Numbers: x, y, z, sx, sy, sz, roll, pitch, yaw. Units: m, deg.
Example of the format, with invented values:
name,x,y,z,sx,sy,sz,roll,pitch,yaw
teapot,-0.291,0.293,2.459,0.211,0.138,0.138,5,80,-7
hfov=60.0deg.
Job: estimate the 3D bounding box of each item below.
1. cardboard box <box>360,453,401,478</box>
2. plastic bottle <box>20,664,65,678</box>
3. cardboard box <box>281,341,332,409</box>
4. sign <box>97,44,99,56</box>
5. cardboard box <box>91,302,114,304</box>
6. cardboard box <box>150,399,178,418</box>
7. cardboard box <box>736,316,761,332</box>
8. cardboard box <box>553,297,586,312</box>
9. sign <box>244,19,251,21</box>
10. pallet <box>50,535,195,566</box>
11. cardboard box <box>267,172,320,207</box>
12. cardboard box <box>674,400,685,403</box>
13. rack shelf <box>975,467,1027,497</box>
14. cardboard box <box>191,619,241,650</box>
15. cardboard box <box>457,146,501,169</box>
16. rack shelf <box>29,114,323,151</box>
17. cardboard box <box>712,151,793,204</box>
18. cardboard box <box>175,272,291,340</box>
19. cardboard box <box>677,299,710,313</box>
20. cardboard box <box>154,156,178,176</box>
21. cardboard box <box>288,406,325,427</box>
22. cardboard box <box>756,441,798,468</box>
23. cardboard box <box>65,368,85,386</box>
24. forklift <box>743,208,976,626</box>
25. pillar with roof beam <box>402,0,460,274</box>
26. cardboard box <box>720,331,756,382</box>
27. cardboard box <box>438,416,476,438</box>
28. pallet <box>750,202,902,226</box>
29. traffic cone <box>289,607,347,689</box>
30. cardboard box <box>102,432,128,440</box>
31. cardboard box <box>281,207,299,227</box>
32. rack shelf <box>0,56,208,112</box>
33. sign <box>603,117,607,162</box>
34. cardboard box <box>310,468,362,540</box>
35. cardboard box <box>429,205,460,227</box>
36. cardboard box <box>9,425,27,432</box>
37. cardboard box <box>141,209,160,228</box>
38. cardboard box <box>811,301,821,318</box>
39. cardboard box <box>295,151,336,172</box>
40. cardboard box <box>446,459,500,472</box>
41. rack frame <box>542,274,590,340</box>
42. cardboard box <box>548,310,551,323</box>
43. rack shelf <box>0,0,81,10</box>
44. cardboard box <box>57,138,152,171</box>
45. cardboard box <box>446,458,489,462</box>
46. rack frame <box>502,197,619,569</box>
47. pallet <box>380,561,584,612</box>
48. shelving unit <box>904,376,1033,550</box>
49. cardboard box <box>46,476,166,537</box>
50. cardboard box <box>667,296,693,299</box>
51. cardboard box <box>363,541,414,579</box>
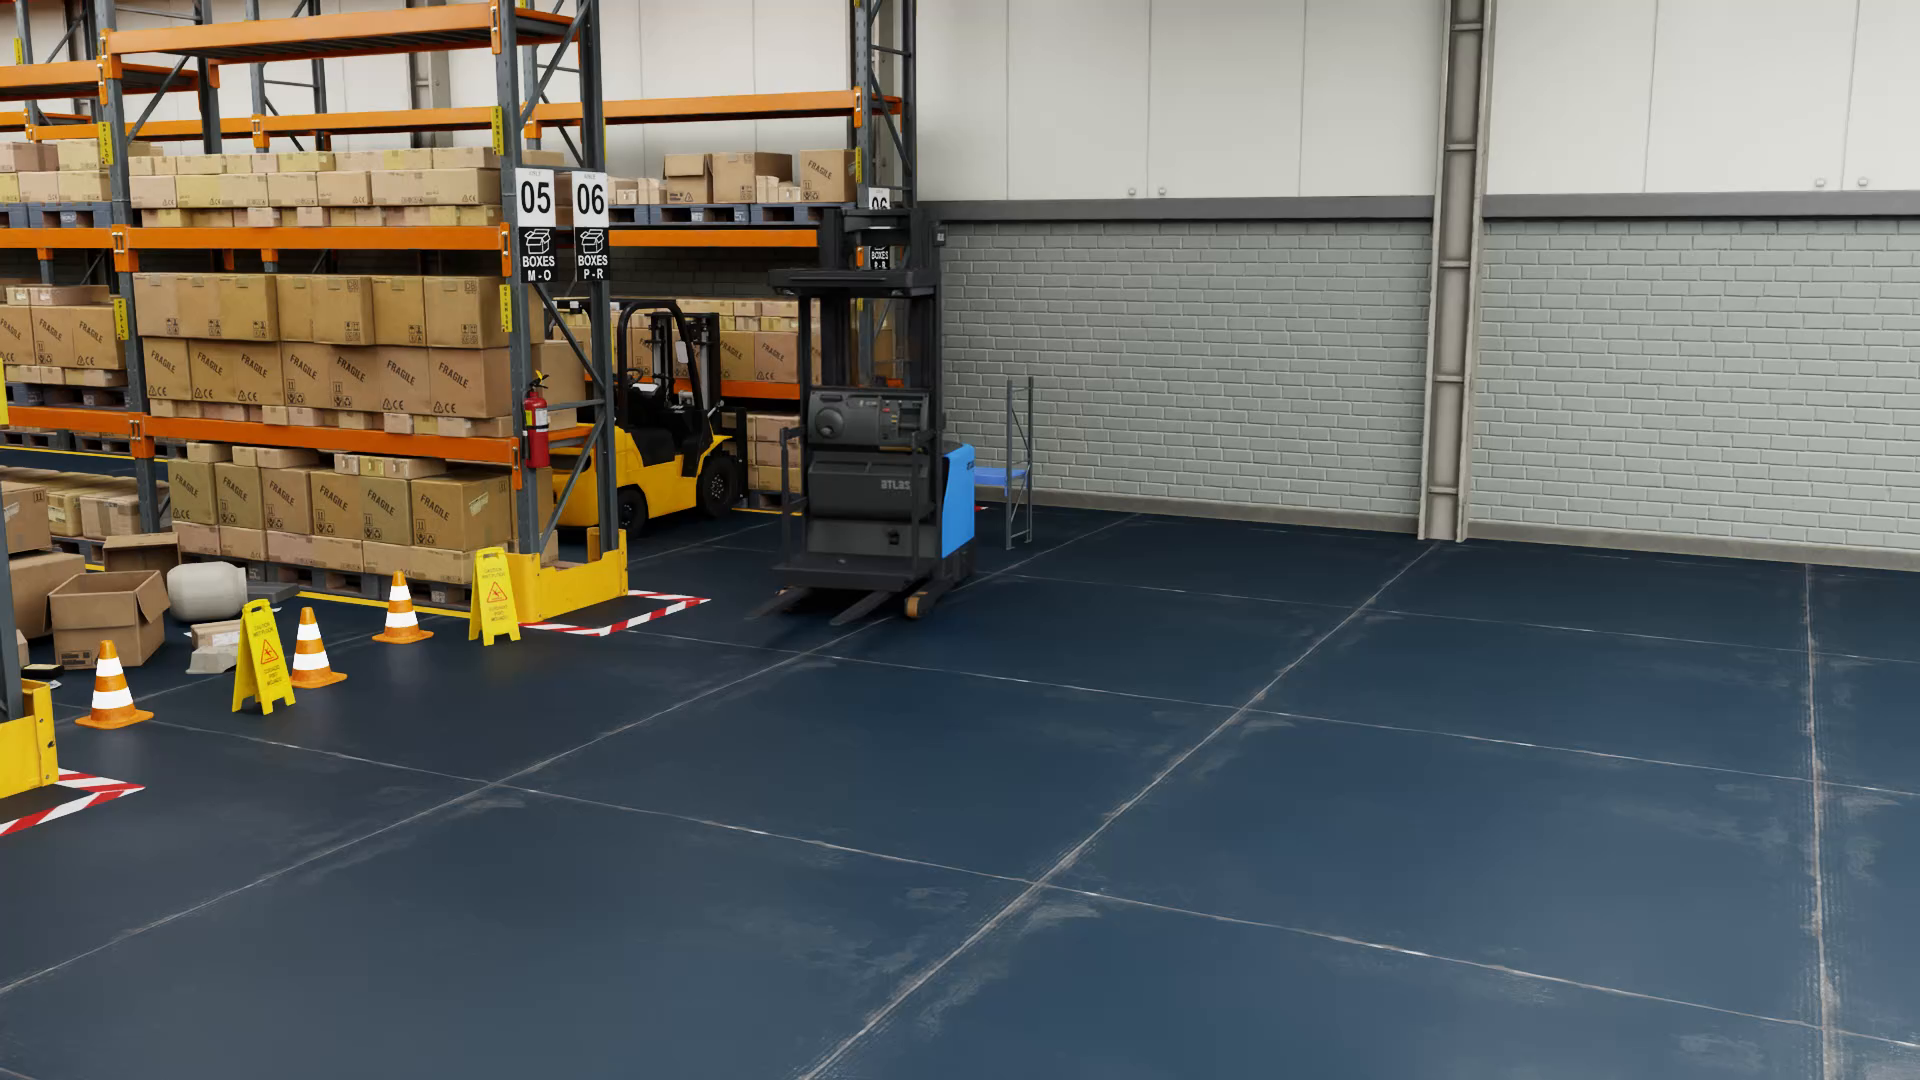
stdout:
name,x,y,z,sx,sy,sz,roll,pitch,yaw
cardboard box,-4.316,-0.577,12.610,0.250,0.149,0.380,5,12,27
plastic bottle,-5.820,0.827,10.487,0.283,0.061,0.133,1,10,6
cardboard box,-4.848,-1.293,12.834,0.500,0.500,0.500,5,11,26
sign,-11.227,-6.293,21.663,0.005,0.325,0.100,5,11,26
cardboard box,-7.666,-1.856,14.767,0.500,0.500,0.500,5,11,25
cardboard box,-6.345,-1.091,13.539,0.250,0.149,0.380,5,11,26
cardboard box,-2.066,-2.200,16.859,0.250,0.149,0.380,5,11,24
cardboard box,-4.139,-2.526,17.825,0.250,0.149,0.380,5,12,27
sign,-8.112,-5.762,18.953,0.005,0.325,0.100,5,11,26
pallet,-7.185,0.021,14.523,1.213,0.211,1.003,5,11,26
cardboard box,-4.849,-2.640,12.560,0.500,0.250,0.500,5,11,26
cardboard box,-3.305,-1.384,18.187,0.500,0.250,0.500,5,11,25
rack shelf,0.076,-0.554,15.092,1.000,0.185,0.538,5,11,26
cardboard box,-4.967,0.647,11.237,0.380,0.149,0.250,-7,12,-33
cardboard box,-3.333,-2.699,11.767,0.250,0.149,0.380,5,11,26
rack shelf,-9.674,-4.957,20.497,4.000,0.370,1.077,5,11,26
cardboard box,-2.085,-3.642,16.767,0.500,0.500,0.700,5,11,26
cardboard box,-5.739,-1.865,13.188,0.500,0.500,0.700,5,11,26
cardboard box,-2.717,-2.420,17.242,0.250,0.149,0.380,5,11,26
cardboard box,-6.102,-2.942,13.109,0.250,0.149,0.380,5,12,28
cardboard box,-4.964,-0.973,12.889,0.250,0.149,0.380,5,11,26
cardboard box,-1.726,-0.898,16.904,0.500,0.250,0.500,5,11,25
cardboard box,-7.298,-1.393,14.033,0.250,0.149,0.380,5,11,24
forklift,-0.735,-0.943,12.212,1.130,2.935,3.031,3,11,14
pillar with roof beam,-8.217,-4.704,15.955,0.400,9.000,9.100,5,11,26
cardboard box,-2.184,-1.897,17.008,0.500,0.500,0.500,5,11,25
cardboard box,-3.605,-0.849,12.205,0.250,0.149,0.380,5,11,25
pallet,-1.329,-3.261,16.649,1.213,0.211,1.003,5,11,26
traffic cone,-4.042,0.649,10.343,0.334,0.463,0.336,5,11,26
cardboard box,-10.651,-1.576,21.355,0.500,0.500,0.500,5,11,25
cardboard box,-4.930,-2.457,12.667,0.250,0.149,0.380,5,11,26
rack shelf,-8.280,-3.849,14.374,4.000,0.370,1.077,5,11,26
sign,-2.659,-2.968,12.330,0.005,0.325,0.100,5,11,26
cardboard box,-4.652,-0.301,12.905,0.500,0.500,0.500,5,11,24
cardboard box,-3.580,-2.325,11.939,0.250,0.149,0.380,5,11,26
cardboard box,-12.417,-1.600,22.147,0.258,0.266,0.396,5,12,28
cardboard box,-6.313,-2.578,13.337,0.250,0.149,0.380,5,11,25
cardboard box,-1.355,-2.292,16.534,0.250,0.149,0.380,5,11,26
cardboard box,-4.723,-2.815,12.405,0.250,0.149,0.380,5,12,27
cardboard box,-3.992,-0.348,13.165,0.500,0.500,0.500,5,11,24
rack frame,-4.293,-2.083,18.319,0.127,3.000,1.000,5,11,26
cardboard box,-4.698,-2.443,18.205,0.250,0.149,0.380,5,12,28
rack shelf,-13.261,-7.105,21.907,4.000,0.370,1.077,5,11,26
cardboard box,-7.062,-3.171,13.742,0.500,0.250,0.500,5,12,27
cardboard box,-5.458,-1.223,19.055,0.625,0.625,0.875,5,11,25
rack frame,-2.899,-0.975,12.196,0.127,3.000,1.000,5,11,26
pallet,-3.680,0.321,12.862,1.213,0.211,1.003,5,11,26
shelving unit,0.076,-0.731,15.059,1.048,1.500,0.538,5,11,26
cardboard box,-7.604,-0.301,14.670,0.625,0.372,0.950,6,12,29
cardboard box,-2.947,-2.543,17.920,0.250,0.149,0.380,5,11,25
cardboard box,-4.204,0.108,12.750,0.500,0.250,0.500,5,11,26
